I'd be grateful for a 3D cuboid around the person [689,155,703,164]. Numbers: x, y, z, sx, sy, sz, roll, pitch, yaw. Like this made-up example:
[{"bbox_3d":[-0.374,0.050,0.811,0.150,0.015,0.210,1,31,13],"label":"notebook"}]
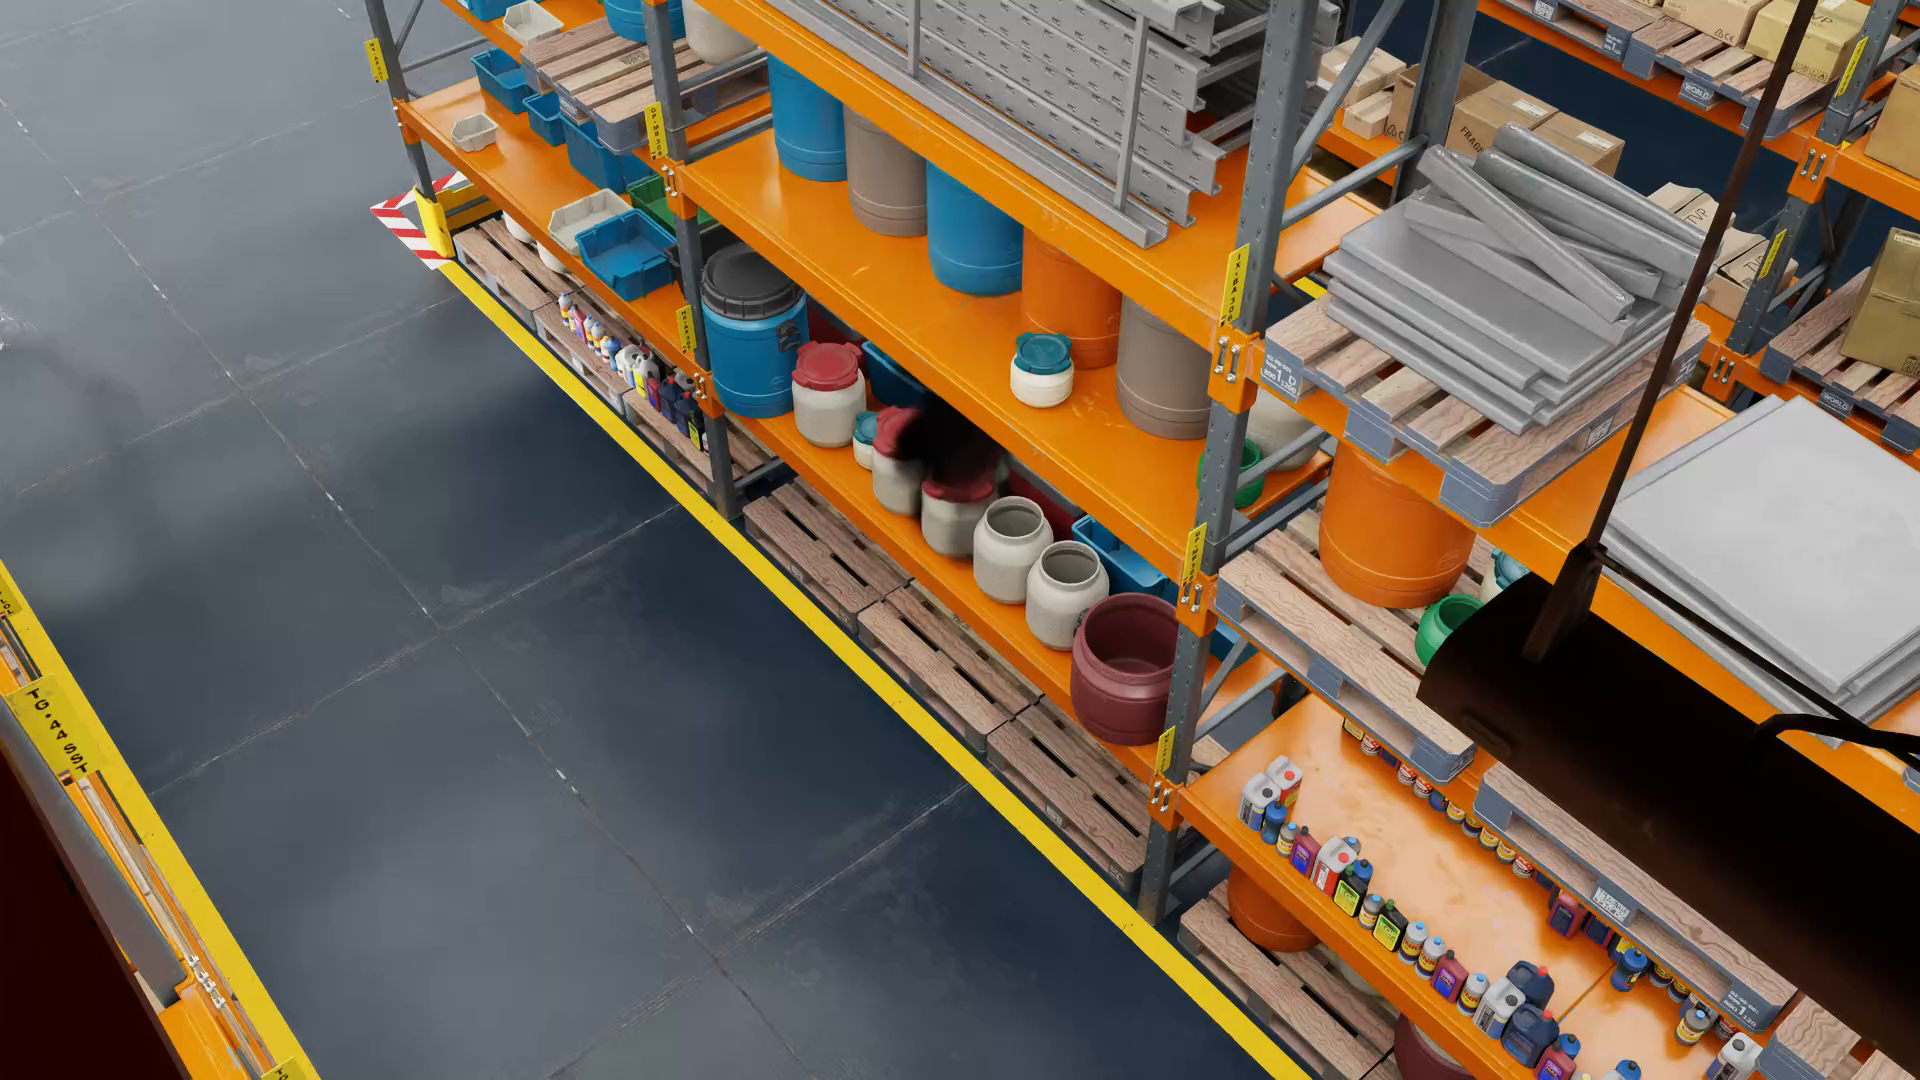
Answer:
[{"bbox_3d":[-2.442,-3.646,13.198,1.002,1.771,0.707,35,56,29],"label":"person"}]
